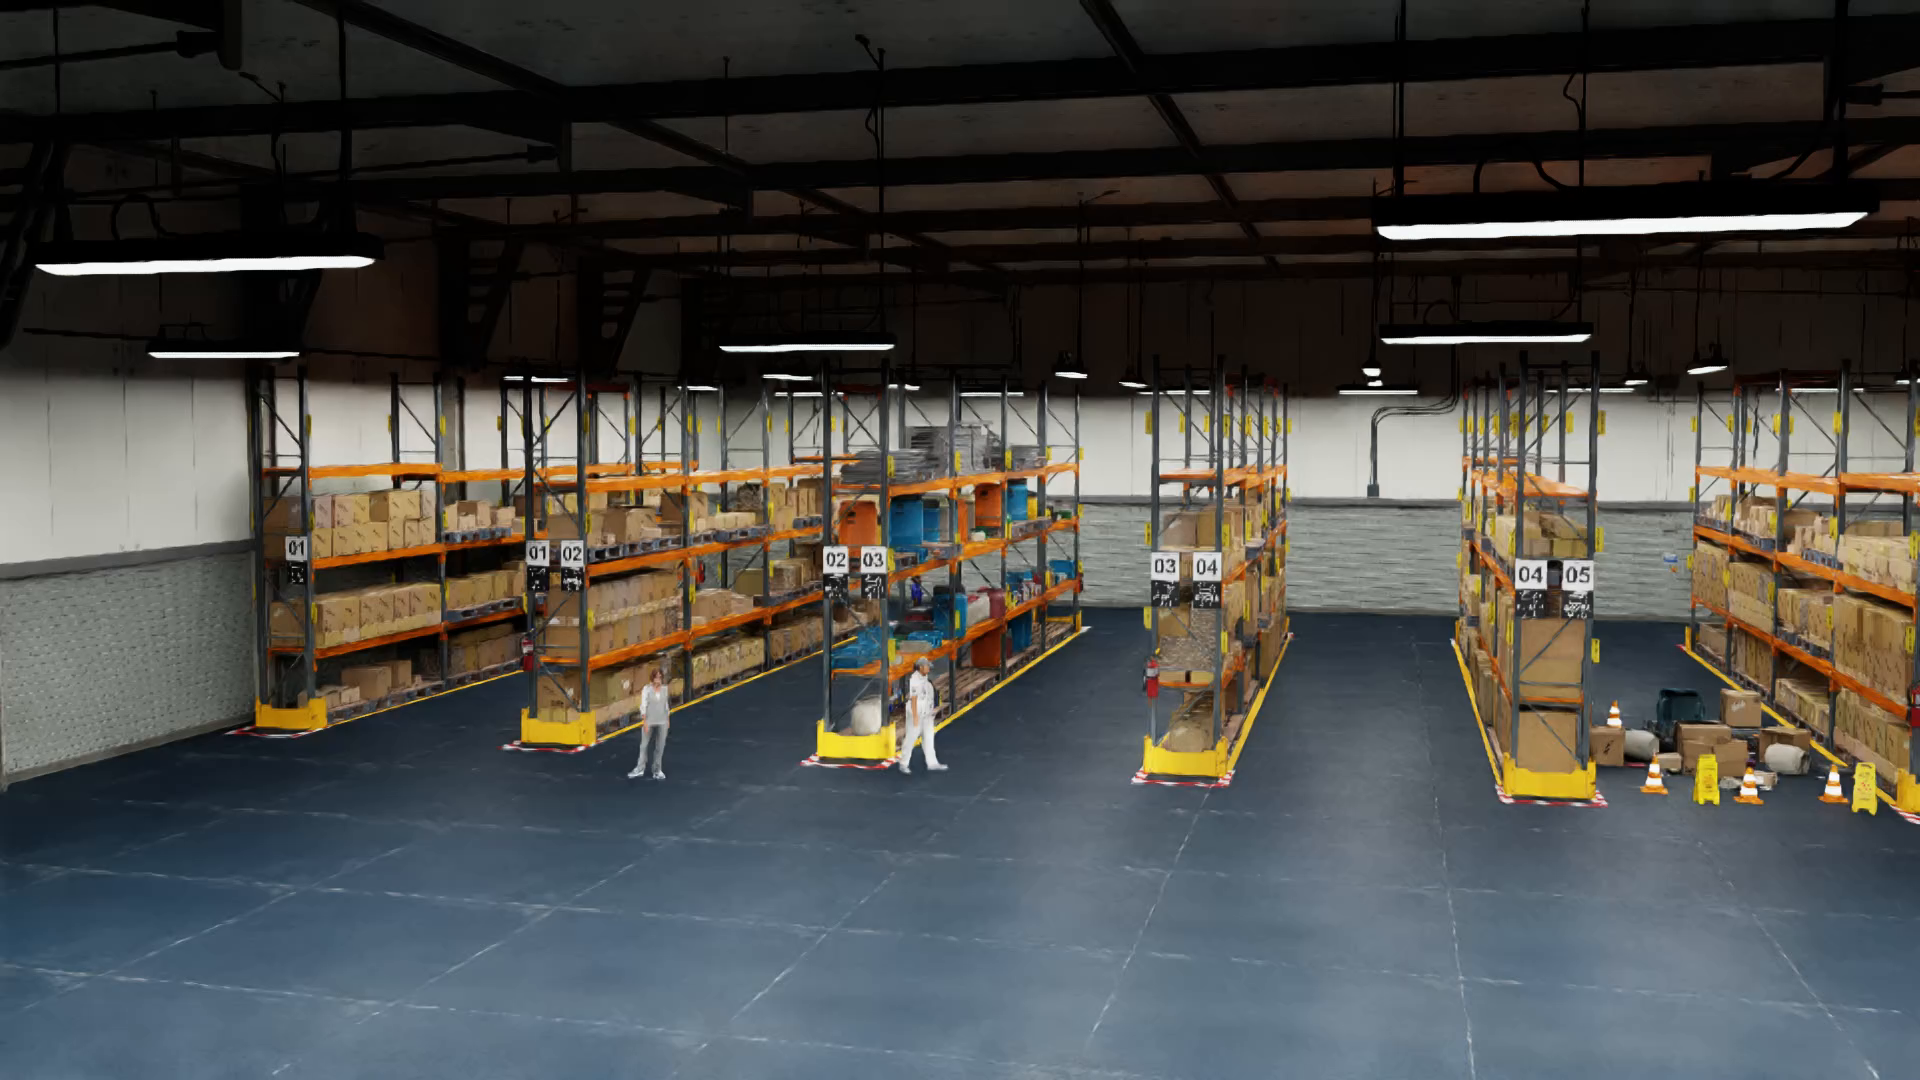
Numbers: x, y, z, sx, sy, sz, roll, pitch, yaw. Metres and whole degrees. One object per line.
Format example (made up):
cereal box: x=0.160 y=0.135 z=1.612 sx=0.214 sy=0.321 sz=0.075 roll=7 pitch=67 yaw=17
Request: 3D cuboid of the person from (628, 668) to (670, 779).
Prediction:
person: x=-4.400 y=2.594 z=23.547 sx=0.600 sy=1.587 sz=0.463 roll=-2 pitch=4 yaw=-21

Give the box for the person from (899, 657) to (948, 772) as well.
person: x=-0.527 y=2.507 z=24.101 sx=0.626 sy=1.646 sz=0.697 roll=2 pitch=4 yaw=23

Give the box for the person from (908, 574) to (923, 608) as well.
person: x=-0.967 y=1.563 z=37.698 sx=0.481 sy=1.665 sz=0.618 roll=0 pitch=4 yaw=-5
